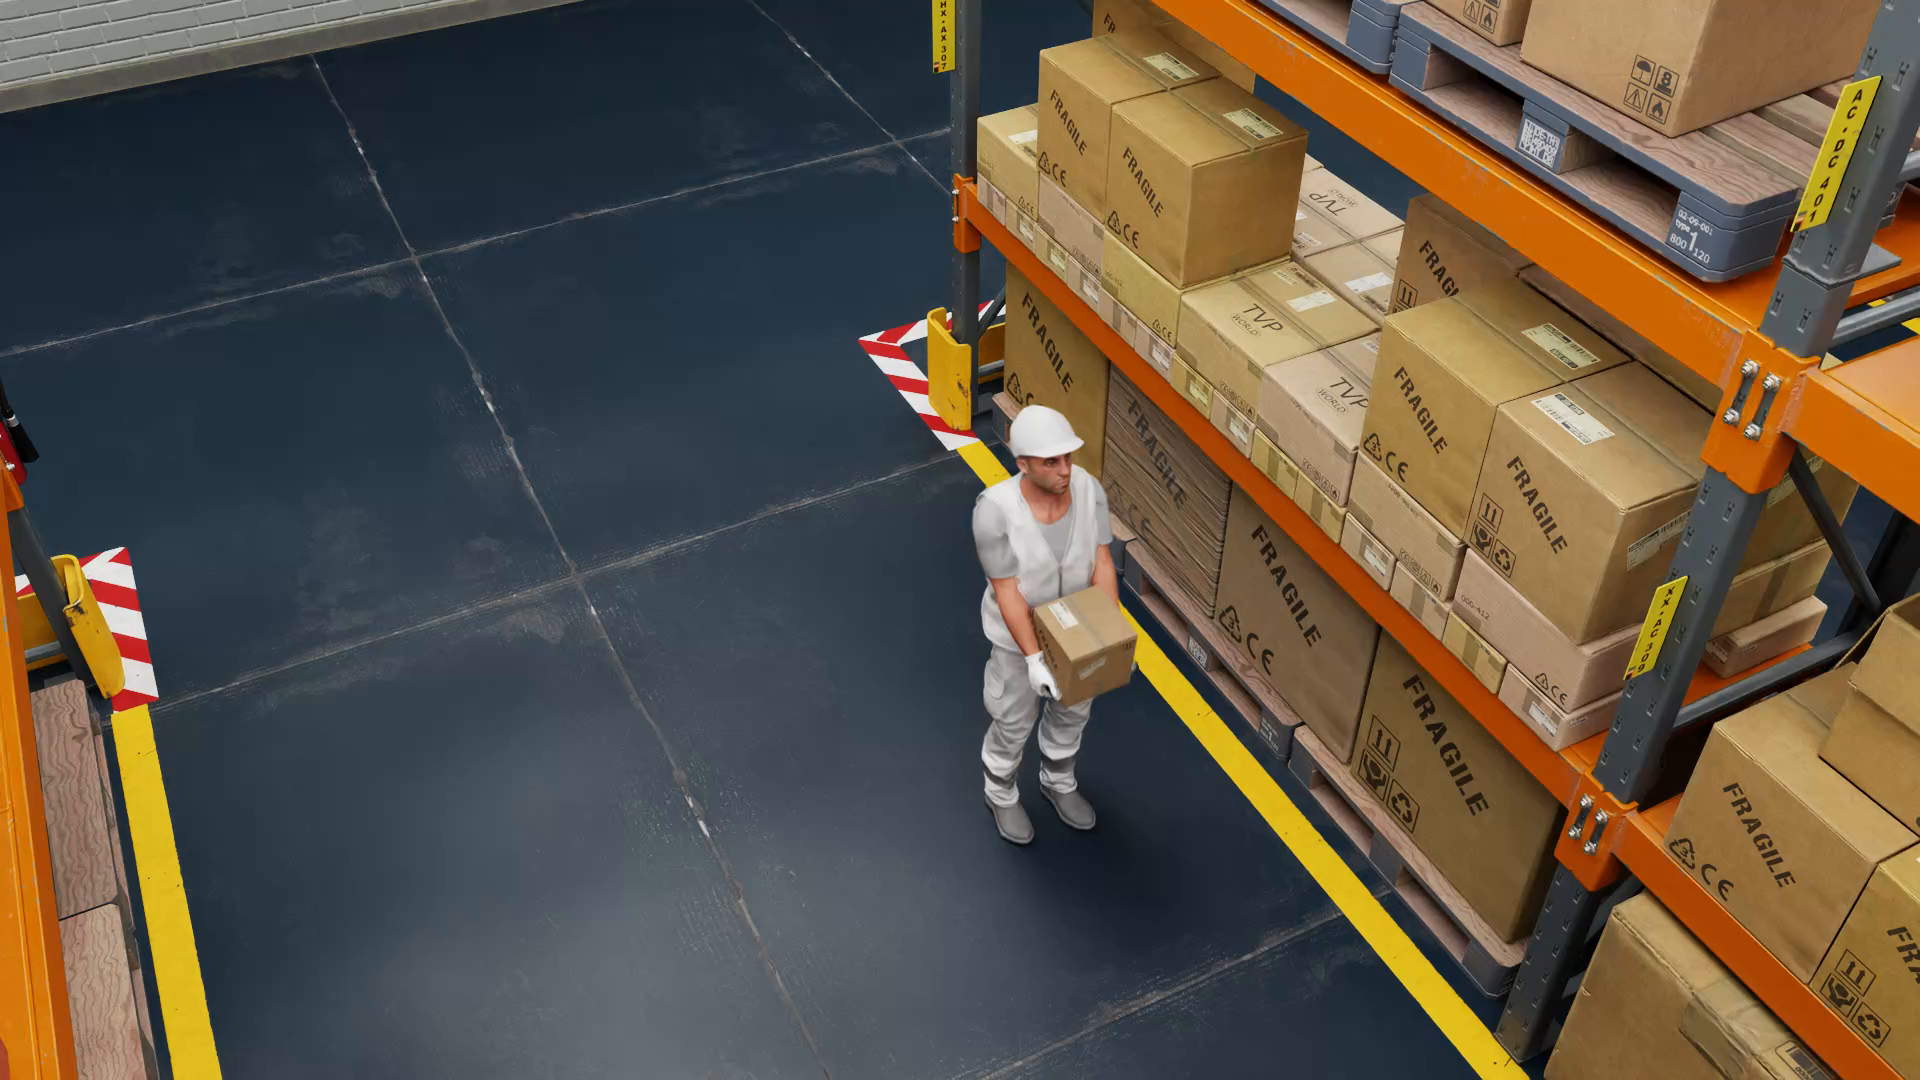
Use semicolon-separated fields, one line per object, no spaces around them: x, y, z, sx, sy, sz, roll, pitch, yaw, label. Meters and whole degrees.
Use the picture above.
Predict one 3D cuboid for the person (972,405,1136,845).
0.332;0.365;5.721;0.500;1.786;0.560;-19;44;-20;person
